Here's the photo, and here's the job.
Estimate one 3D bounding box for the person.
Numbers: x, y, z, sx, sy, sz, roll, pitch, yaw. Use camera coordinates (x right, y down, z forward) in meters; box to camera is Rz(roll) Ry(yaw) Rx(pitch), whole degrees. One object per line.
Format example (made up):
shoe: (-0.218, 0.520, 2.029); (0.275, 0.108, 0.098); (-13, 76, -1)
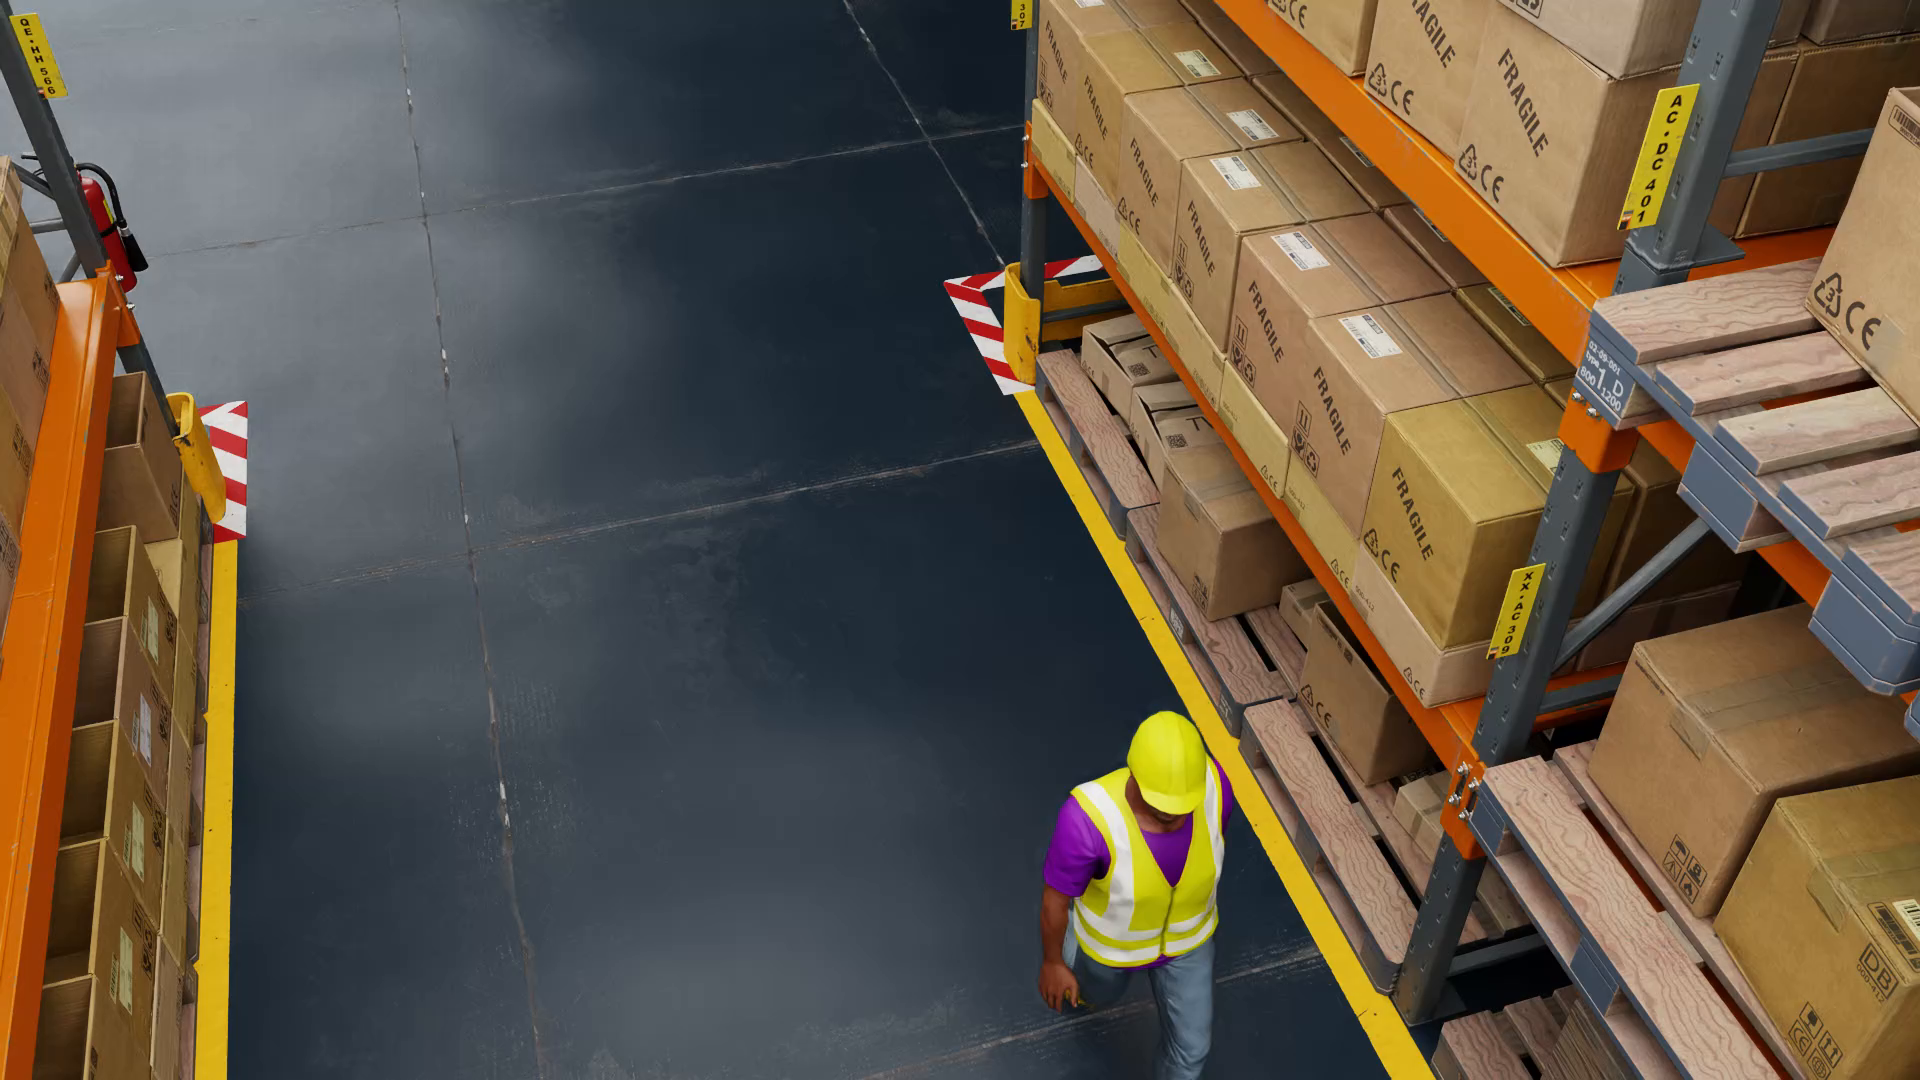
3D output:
person: (0.505, 1.114, 4.910); (0.626, 1.730, 1.007); (-10, 43, -11)
